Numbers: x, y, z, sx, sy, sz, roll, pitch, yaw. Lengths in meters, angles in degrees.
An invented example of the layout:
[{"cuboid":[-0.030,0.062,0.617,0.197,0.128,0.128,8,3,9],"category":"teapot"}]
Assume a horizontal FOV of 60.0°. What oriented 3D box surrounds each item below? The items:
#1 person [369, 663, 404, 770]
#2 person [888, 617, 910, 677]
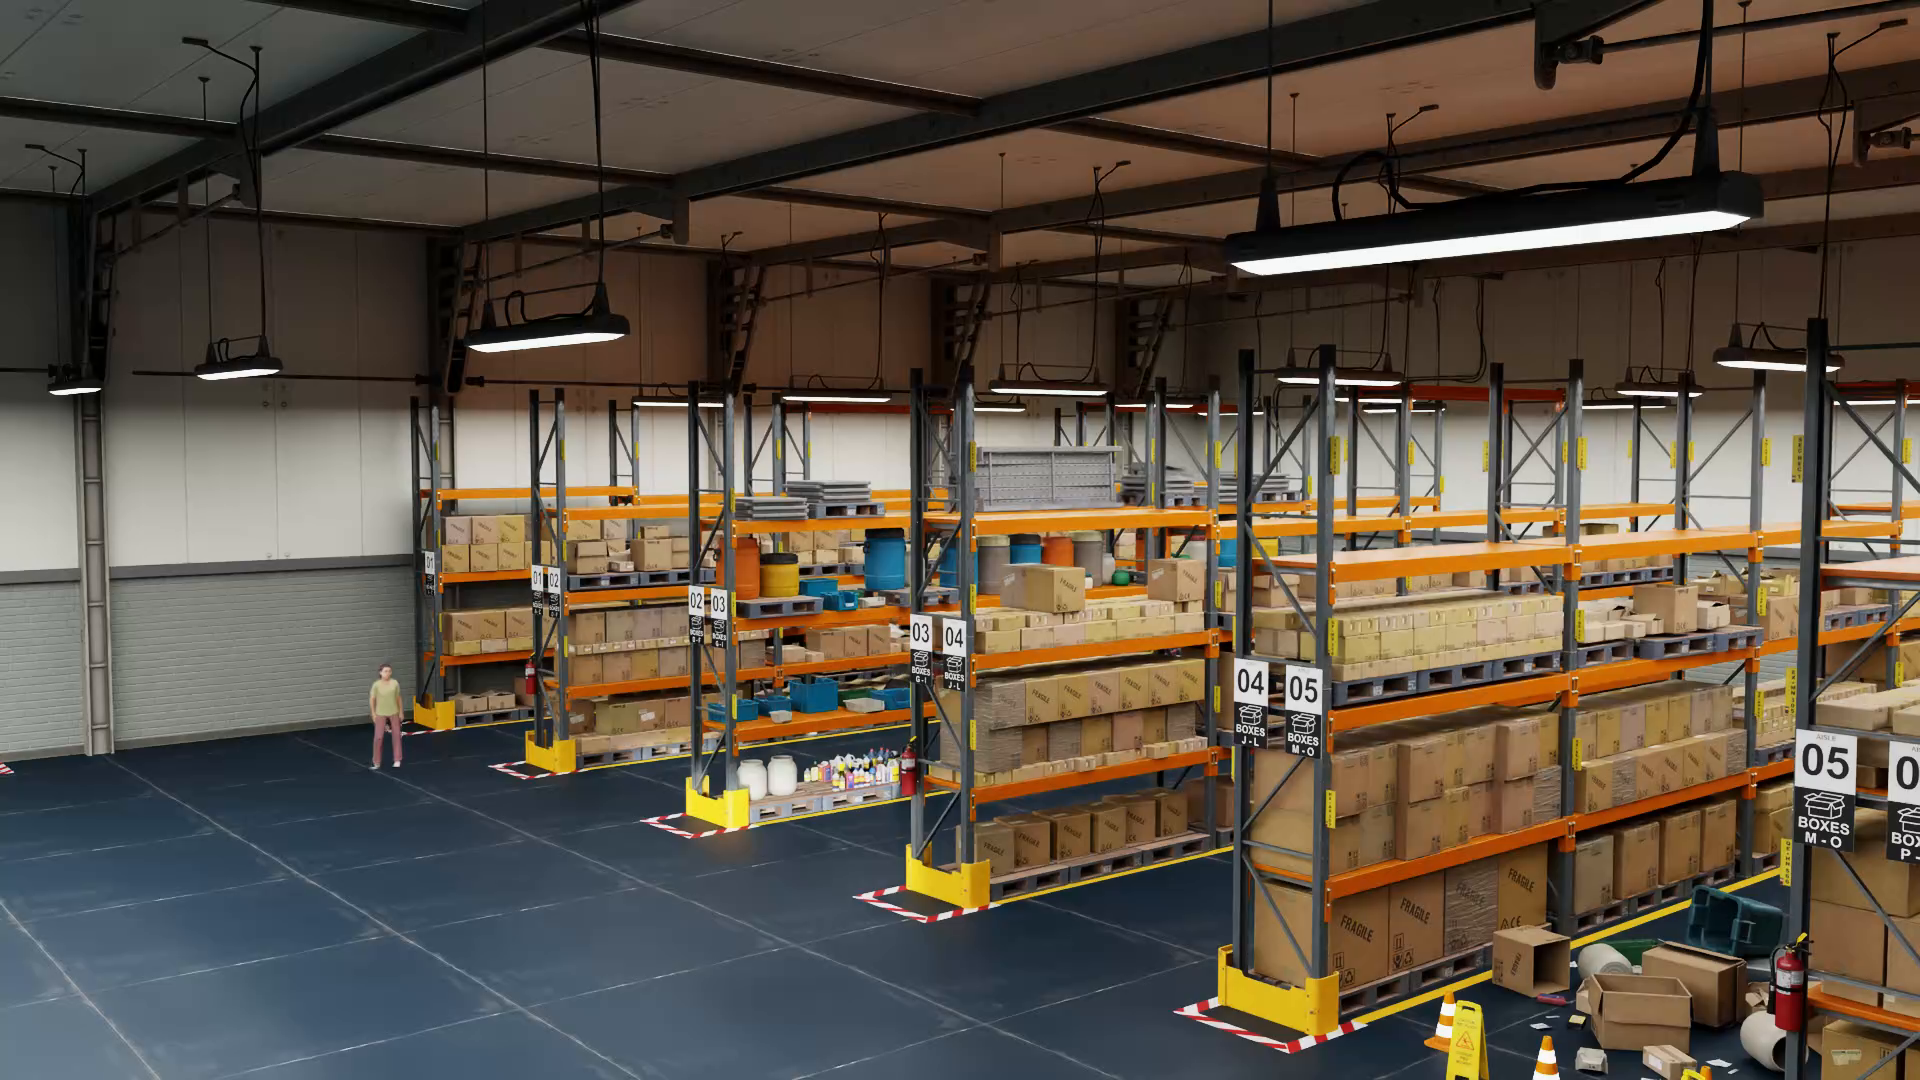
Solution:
[{"cuboid":[-9.089,2.787,26.379,0.505,1.683,0.335,-2,4,-29],"category":"person"},{"cuboid":[-1.247,2.304,33.601,0.476,1.786,0.601,1,4,17],"category":"person"}]
